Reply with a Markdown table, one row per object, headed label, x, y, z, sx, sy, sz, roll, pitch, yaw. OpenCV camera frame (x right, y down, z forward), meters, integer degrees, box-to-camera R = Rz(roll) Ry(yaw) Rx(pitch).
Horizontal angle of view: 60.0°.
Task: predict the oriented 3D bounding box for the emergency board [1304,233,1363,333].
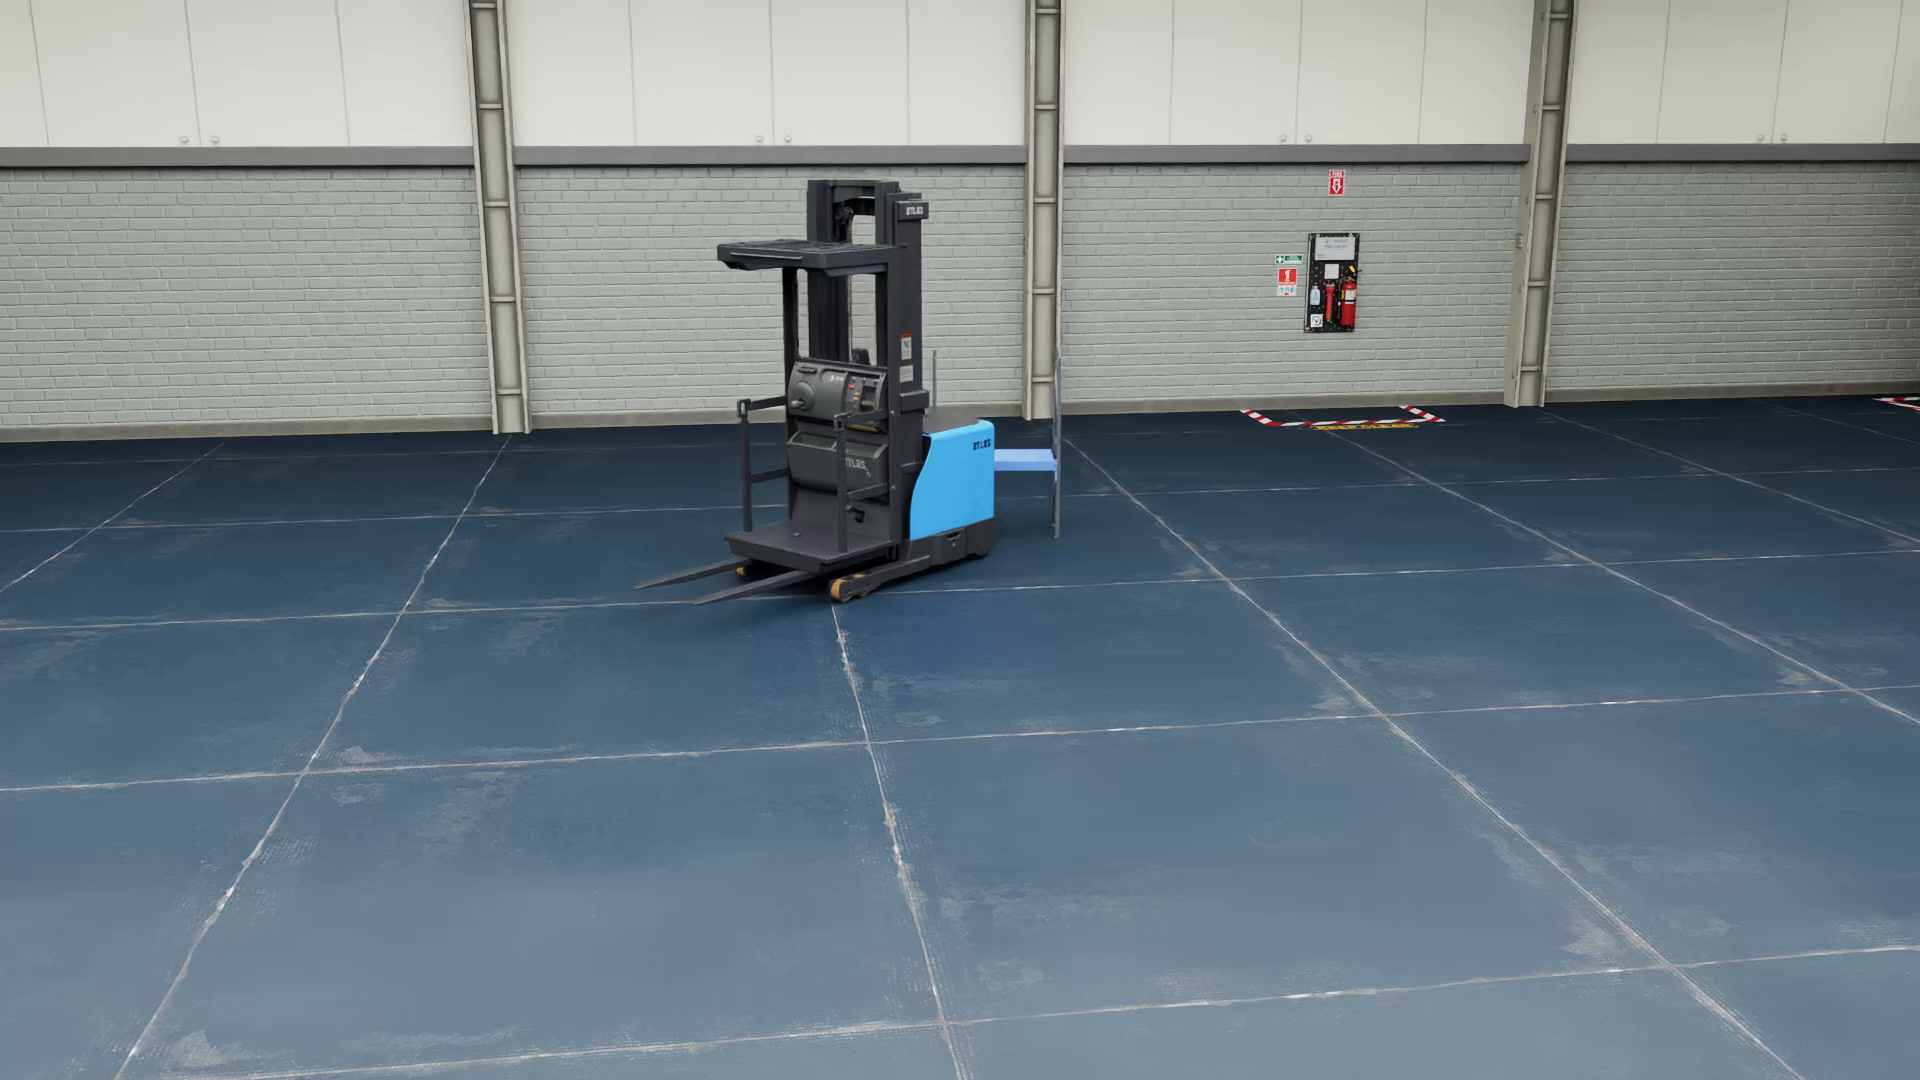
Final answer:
| label | x | y | z | sx | sy | sz | roll | pitch | yaw |
| --- | --- | --- | --- | --- | --- | --- | --- | --- | --- |
| emergency board | 4.425 | -3.024 | 19.614 | 0.643 | 1.169 | 0.194 | -2 | 14 | -8 |

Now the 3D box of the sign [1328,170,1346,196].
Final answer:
| label | x | y | z | sx | sy | sz | roll | pitch | yaw |
| --- | --- | --- | --- | --- | --- | --- | --- | --- | --- |
| sign | 4.402 | -4.172 | 19.427 | 0.199 | 0.298 | 0.001 | -2 | 14 | -8 |

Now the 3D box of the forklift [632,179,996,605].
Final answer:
| label | x | y | z | sx | sy | sz | roll | pitch | yaw |
| --- | --- | --- | --- | --- | --- | --- | --- | --- | --- |
| forklift | -1.047 | -1.112 | 12.132 | 1.130 | 2.935 | 3.031 | 12 | 18 | 39 |

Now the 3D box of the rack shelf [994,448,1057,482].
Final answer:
| label | x | y | z | sx | sy | sz | roll | pitch | yaw |
| --- | --- | --- | --- | --- | --- | --- | --- | --- | --- |
| rack shelf | 0.297 | -0.631 | 13.893 | 1.000 | 0.185 | 0.538 | 0 | 14 | 0 |

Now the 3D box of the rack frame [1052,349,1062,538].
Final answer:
| label | x | y | z | sx | sy | sz | roll | pitch | yaw |
| --- | --- | --- | --- | --- | --- | --- | --- | --- | --- |
| rack frame | 0.805 | -0.806 | 13.852 | 0.032 | 1.500 | 0.500 | 0 | 14 | 0 |

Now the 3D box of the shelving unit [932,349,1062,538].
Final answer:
| label | x | y | z | sx | sy | sz | roll | pitch | yaw |
| --- | --- | --- | --- | --- | --- | --- | --- | --- | --- |
| shelving unit | 0.297 | -0.805 | 13.849 | 1.048 | 1.500 | 0.538 | 0 | 14 | 0 |

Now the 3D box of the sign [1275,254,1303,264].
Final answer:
| label | x | y | z | sx | sy | sz | roll | pitch | yaw |
| --- | --- | --- | --- | --- | --- | --- | --- | --- | --- |
| sign | 3.869 | -3.301 | 19.556 | 0.331 | 0.109 | 0.001 | -2 | 14 | -8 |

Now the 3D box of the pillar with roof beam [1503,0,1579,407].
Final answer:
| label | x | y | z | sx | sy | sz | roll | pitch | yaw |
| --- | --- | --- | --- | --- | --- | --- | --- | --- | --- |
| pillar with roof beam | 7.516 | -4.979 | 15.076 | 0.400 | 9.000 | 9.100 | -2 | 14 | -8 |

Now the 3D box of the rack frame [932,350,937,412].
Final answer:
| label | x | y | z | sx | sy | sz | roll | pitch | yaw |
| --- | --- | --- | --- | --- | --- | --- | --- | --- | --- |
| rack frame | -0.211 | -0.804 | 13.846 | 0.032 | 1.500 | 0.500 | 0 | 14 | 0 |

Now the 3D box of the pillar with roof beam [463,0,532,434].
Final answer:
| label | x | y | z | sx | sy | sz | roll | pitch | yaw |
| --- | --- | --- | --- | --- | --- | --- | --- | --- | --- |
| pillar with roof beam | -4.350 | -4.544 | 13.342 | 0.400 | 9.000 | 9.100 | -2 | 14 | -8 |

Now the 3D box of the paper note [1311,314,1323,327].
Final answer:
| label | x | y | z | sx | sy | sz | roll | pitch | yaw |
| --- | --- | --- | --- | --- | --- | --- | --- | --- | --- |
| paper note | 4.240 | -2.607 | 19.762 | 0.142 | 0.148 | 0.016 | -2 | 14 | -8 |

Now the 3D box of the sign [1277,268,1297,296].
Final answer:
| label | x | y | z | sx | sy | sz | roll | pitch | yaw |
| --- | --- | --- | --- | --- | --- | --- | --- | --- | --- |
| sign | 3.863 | -3.046 | 19.629 | 0.234 | 0.329 | 0.001 | -2 | 14 | -8 |

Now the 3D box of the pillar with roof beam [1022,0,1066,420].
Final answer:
| label | x | y | z | sx | sy | sz | roll | pitch | yaw |
| --- | --- | --- | --- | --- | --- | --- | --- | --- | --- |
| pillar with roof beam | 1.583 | -4.761 | 14.209 | 0.400 | 9.000 | 9.100 | -2 | 14 | -8 |
